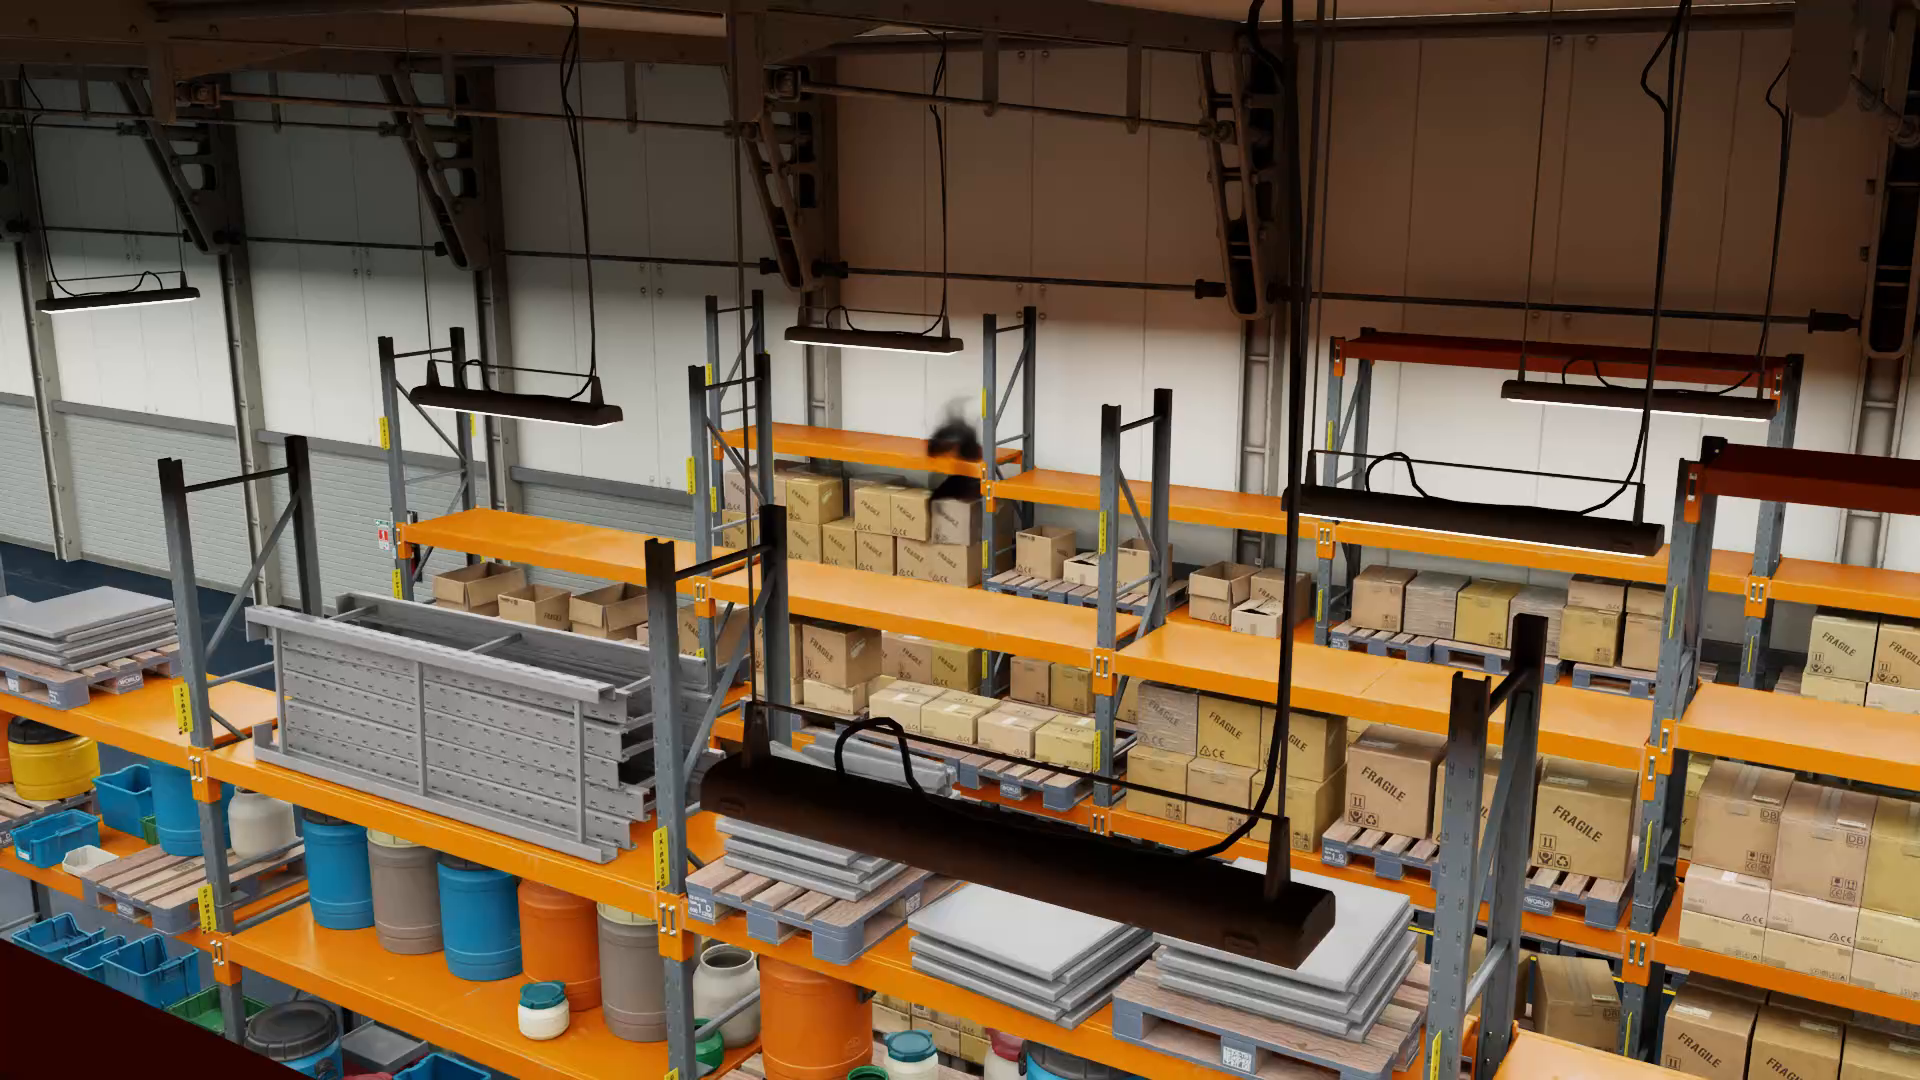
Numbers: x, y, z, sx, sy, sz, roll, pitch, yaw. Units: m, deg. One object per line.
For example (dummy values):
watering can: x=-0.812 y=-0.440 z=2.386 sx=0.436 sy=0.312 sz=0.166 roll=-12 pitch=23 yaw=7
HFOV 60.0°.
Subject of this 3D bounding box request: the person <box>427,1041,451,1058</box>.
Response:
person: x=-4.299 y=3.977 z=13.684 sx=0.775 sy=1.750 sz=0.584 roll=9 pitch=16 yaw=32
